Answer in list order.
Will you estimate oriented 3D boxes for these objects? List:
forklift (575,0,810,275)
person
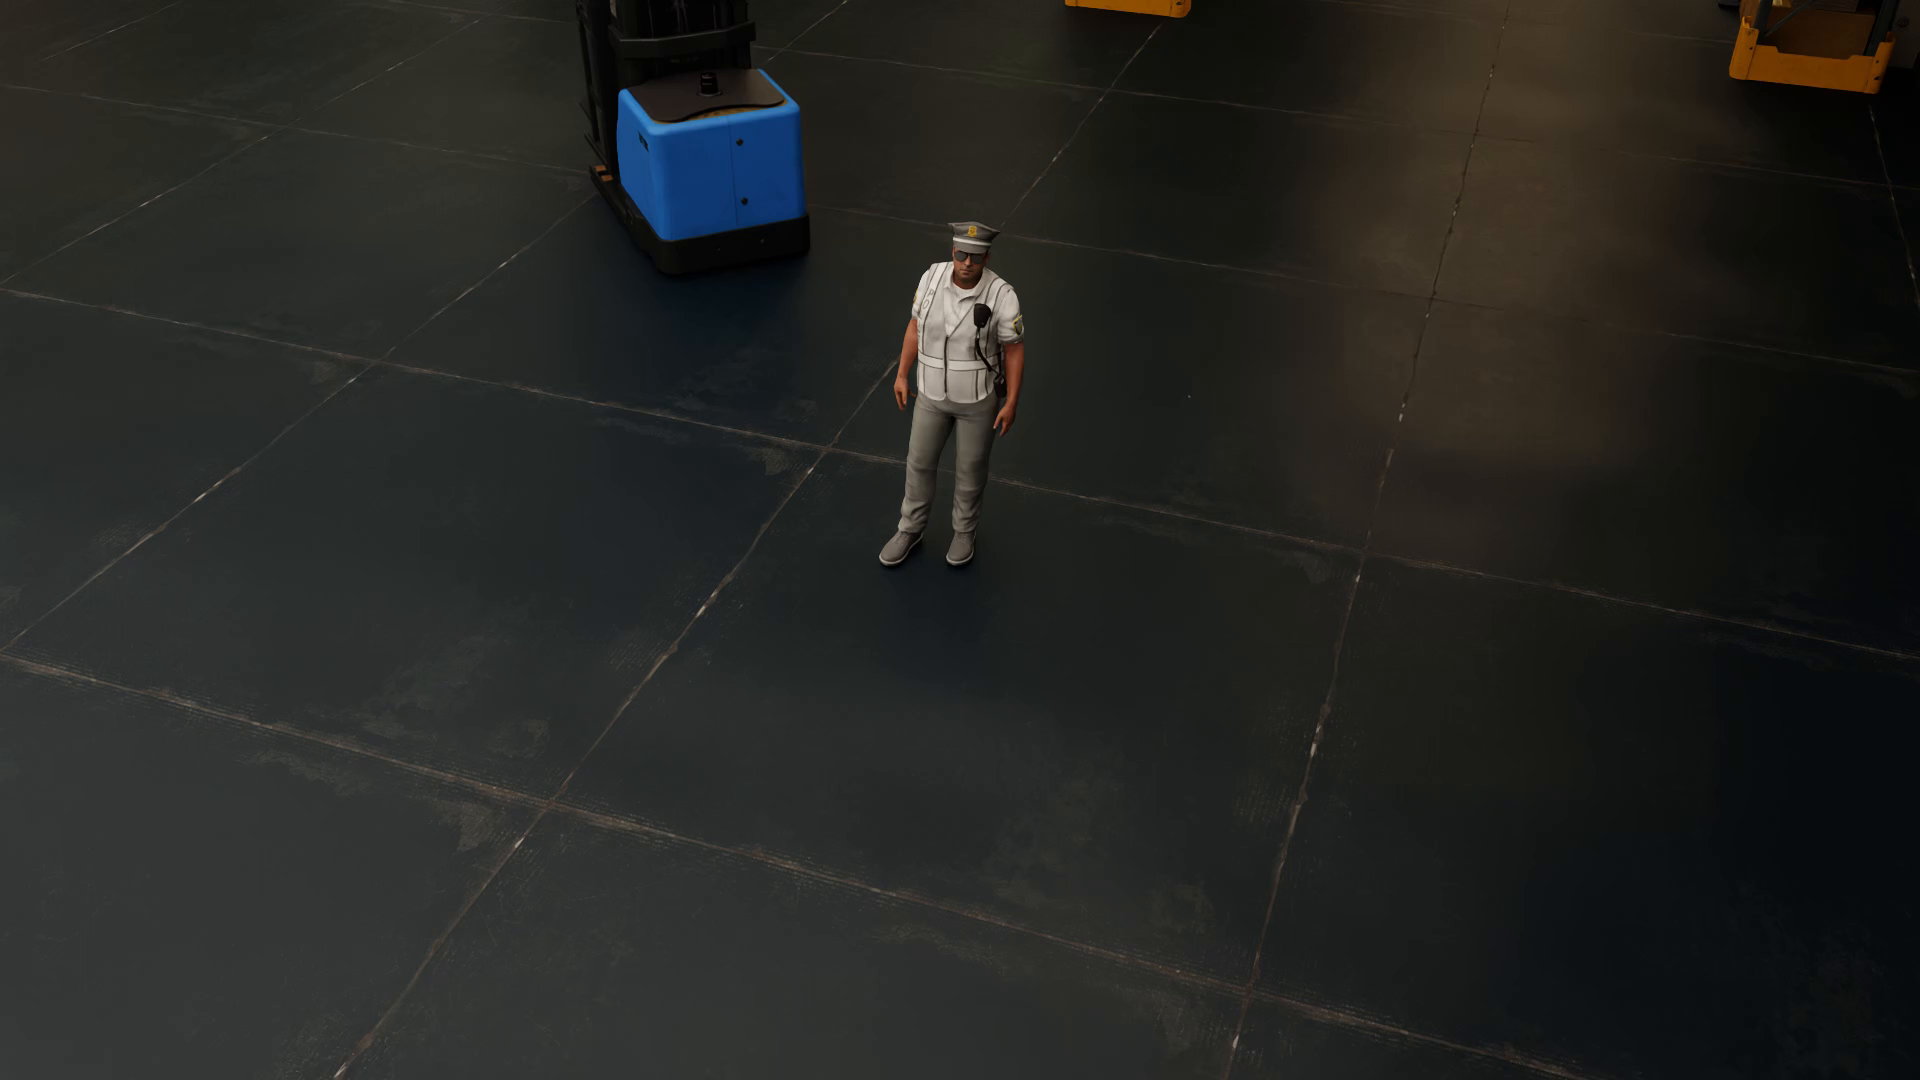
[{"bbox_3d":[-2.090,-3.794,11.462,1.130,2.935,3.031,-15,38,-20],"label":"forklift"},{"bbox_3d":[-0.037,-0.693,8.069,0.640,1.781,0.575,12,37,16],"label":"person"}]
